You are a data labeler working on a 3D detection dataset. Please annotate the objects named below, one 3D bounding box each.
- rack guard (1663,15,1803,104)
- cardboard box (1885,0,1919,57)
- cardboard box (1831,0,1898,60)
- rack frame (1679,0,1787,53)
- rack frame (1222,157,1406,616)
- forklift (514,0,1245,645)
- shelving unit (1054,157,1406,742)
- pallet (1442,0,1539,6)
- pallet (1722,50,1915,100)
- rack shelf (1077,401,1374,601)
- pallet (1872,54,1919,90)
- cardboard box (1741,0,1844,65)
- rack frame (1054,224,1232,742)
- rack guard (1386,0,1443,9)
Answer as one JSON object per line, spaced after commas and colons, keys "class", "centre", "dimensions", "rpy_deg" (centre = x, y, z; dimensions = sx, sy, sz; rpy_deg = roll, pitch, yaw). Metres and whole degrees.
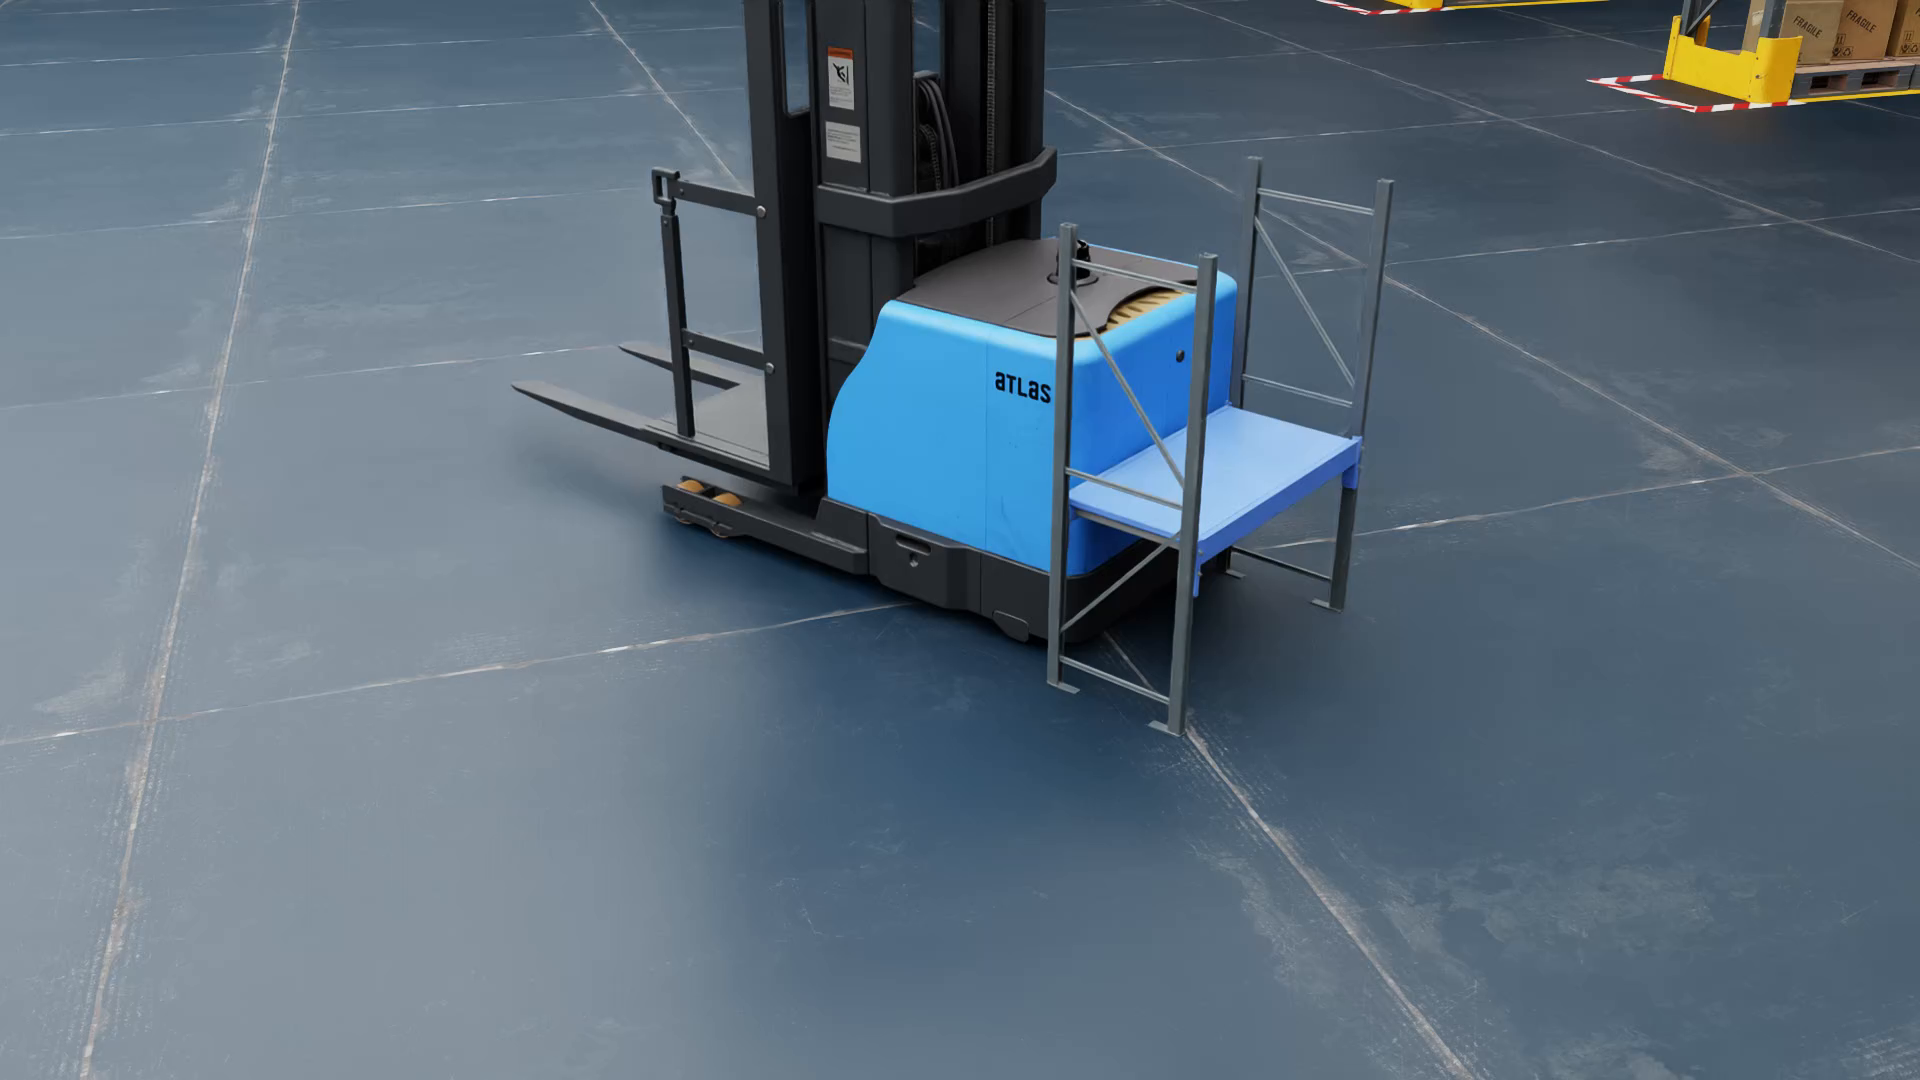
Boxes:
{"class": "rack guard", "centre": [6.332, -3.966, 13.676], "dimensions": [0.348, 0.500, 1.175], "rpy_deg": [-8, 28, -16]}
{"class": "cardboard box", "centre": [8.017, -4.397, 14.073], "dimensions": [0.500, 0.500, 0.500], "rpy_deg": [-6, 27, -11]}
{"class": "cardboard box", "centre": [7.416, -4.319, 13.915], "dimensions": [0.500, 0.500, 0.500], "rpy_deg": [-1, 26, -3]}
{"class": "rack frame", "centre": [6.259, -5.075, 13.099], "dimensions": [0.127, 3.000, 1.000], "rpy_deg": [-8, 28, -16]}
{"class": "rack frame", "centre": [1.155, -0.486, 5.538], "dimensions": [0.500, 1.500, 0.032], "rpy_deg": [21, 33, 35]}
{"class": "forklift", "centre": [-0.495, -1.481, 5.937], "dimensions": [3.031, 2.935, 1.130], "rpy_deg": [19, 32, 33]}
{"class": "shelving unit", "centre": [0.831, -0.312, 5.187], "dimensions": [0.538, 1.500, 1.048], "rpy_deg": [21, 33, 35]}
{"class": "pallet", "centre": [5.557, -6.060, 18.219], "dimensions": [1.213, 0.211, 1.003], "rpy_deg": [-8, 28, -16]}
{"class": "pallet", "centre": [7.115, -3.933, 13.935], "dimensions": [1.213, 0.211, 1.003], "rpy_deg": [-8, 28, -16]}
{"class": "rack shelf", "centre": [0.830, -0.151, 5.268], "dimensions": [0.538, 0.185, 1.000], "rpy_deg": [21, 33, 35]}
{"class": "pallet", "centre": [8.273, -4.100, 14.271], "dimensions": [1.213, 0.211, 1.003], "rpy_deg": [-8, 28, -16]}
{"class": "cardboard box", "centre": [6.858, -4.222, 13.720], "dimensions": [0.500, 0.500, 0.500], "rpy_deg": [-3, 27, -7]}
{"class": "rack frame", "centre": [0.508, -0.138, 4.836], "dimensions": [0.500, 1.500, 0.032], "rpy_deg": [21, 33, 35]}
{"class": "rack guard", "centre": [4.783, -6.080, 17.934], "dimensions": [0.348, 0.500, 1.175], "rpy_deg": [-8, 28, -16]}
